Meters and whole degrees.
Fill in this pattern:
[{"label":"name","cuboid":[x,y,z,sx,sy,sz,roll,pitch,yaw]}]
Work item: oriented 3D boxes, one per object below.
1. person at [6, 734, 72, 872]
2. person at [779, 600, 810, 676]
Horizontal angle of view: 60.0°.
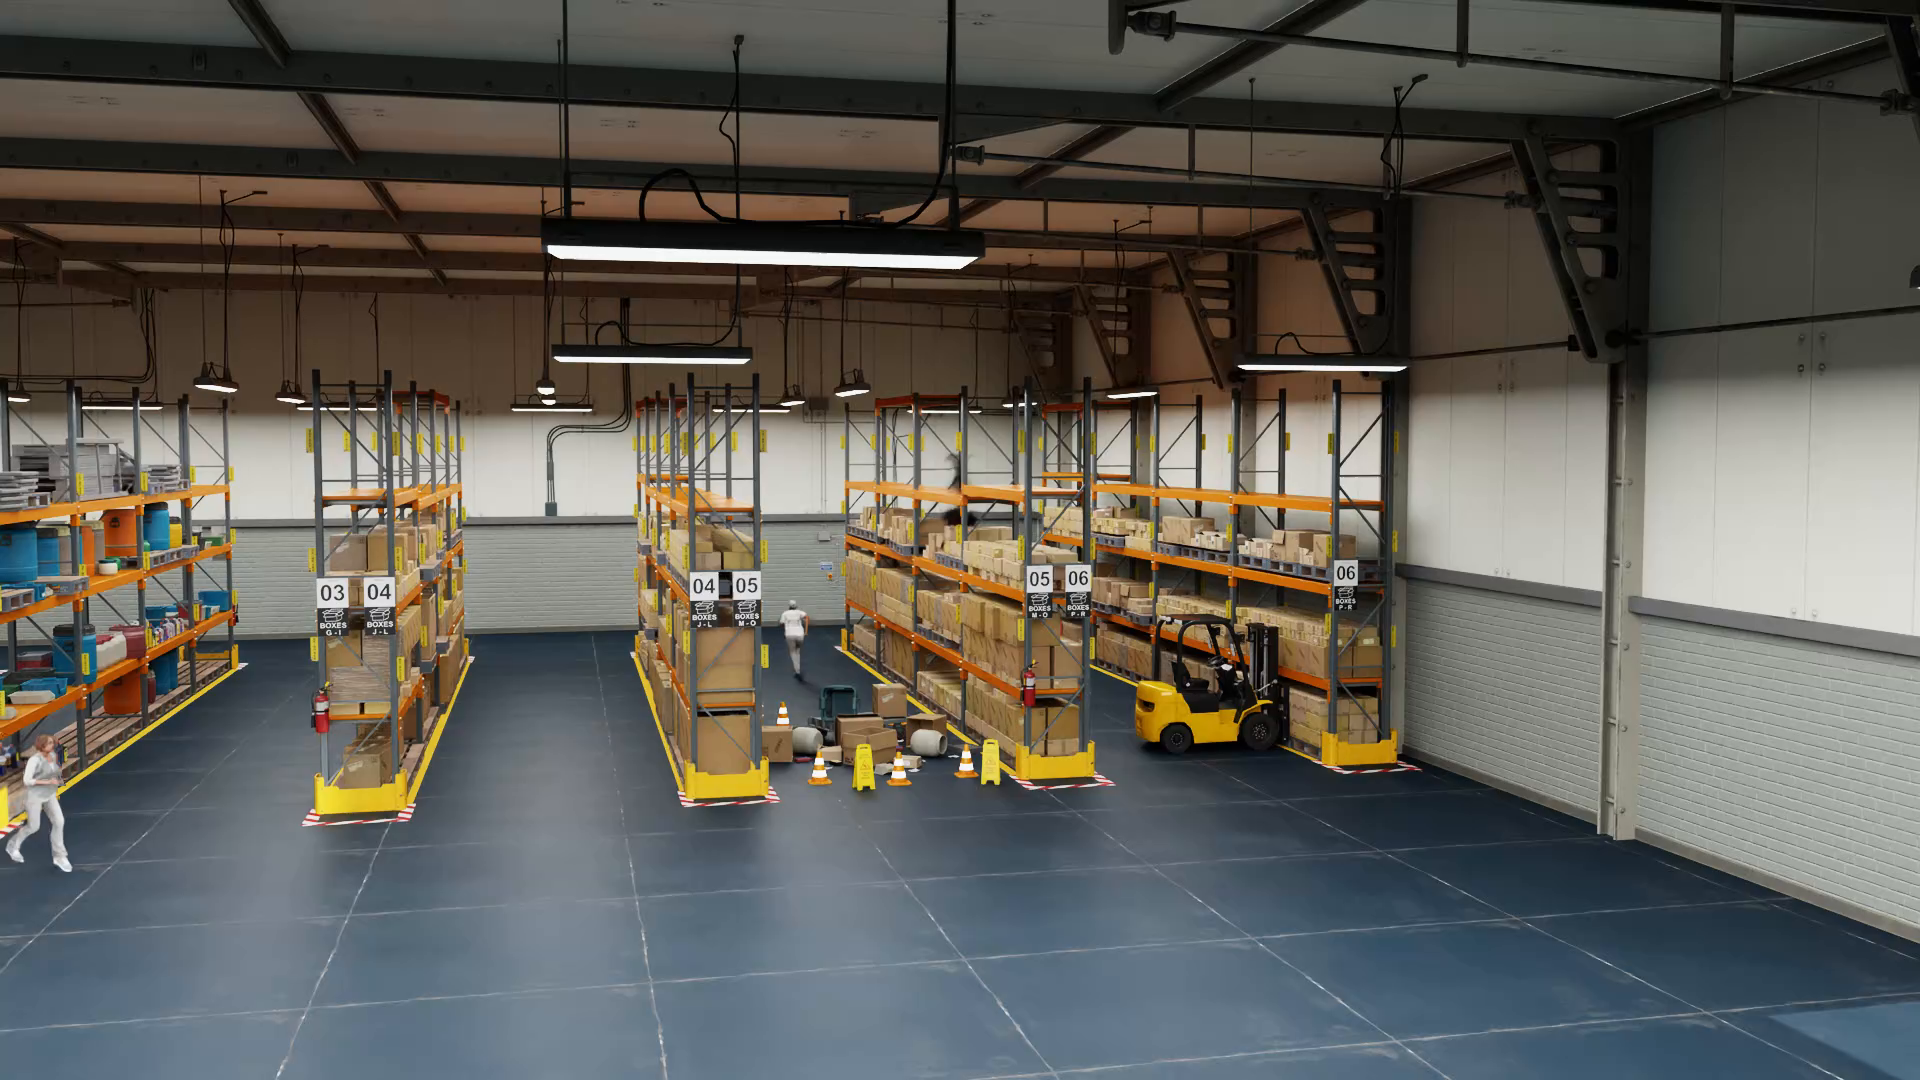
[{"label":"person","cuboid":[-10.845,3.077,19.560,0.890,1.617,0.562,1,3,12]},{"label":"person","cuboid":[-3.544,2.140,35.656,0.598,1.656,0.891,-1,4,-21]}]
